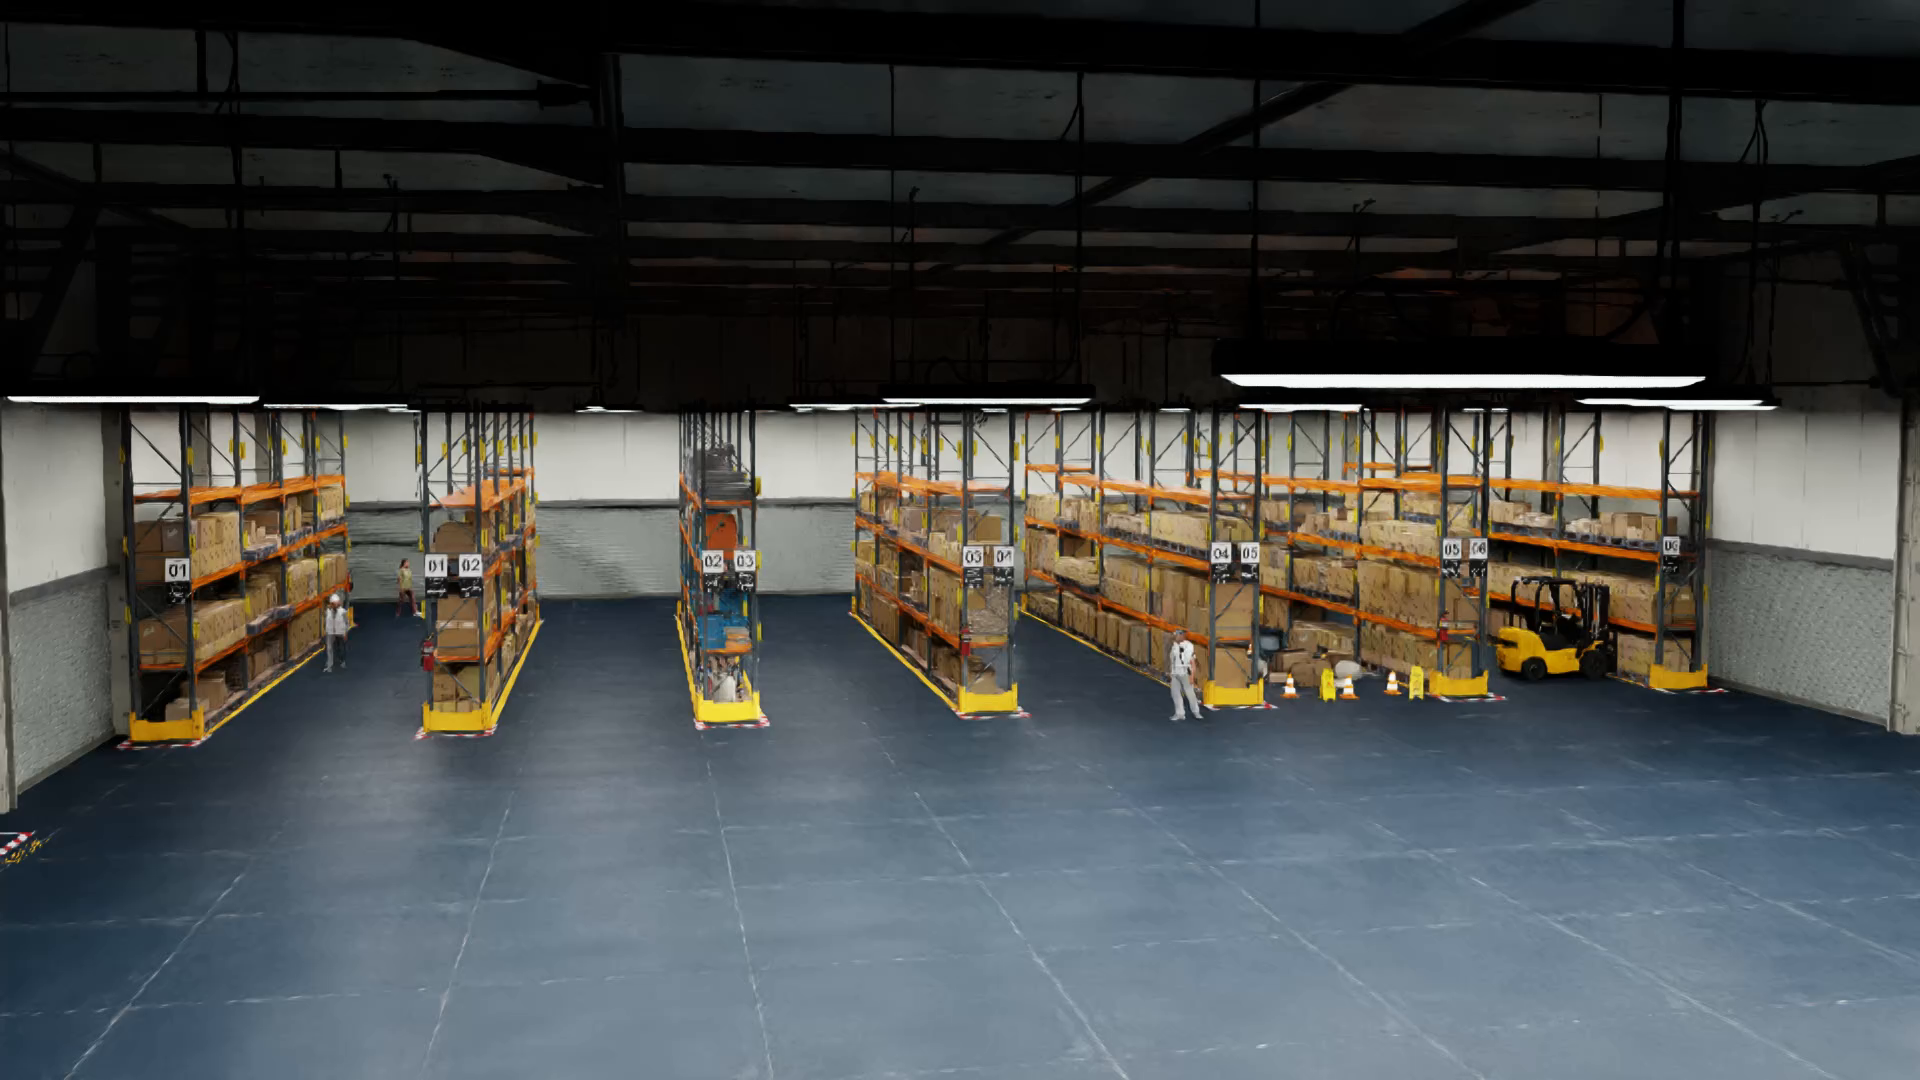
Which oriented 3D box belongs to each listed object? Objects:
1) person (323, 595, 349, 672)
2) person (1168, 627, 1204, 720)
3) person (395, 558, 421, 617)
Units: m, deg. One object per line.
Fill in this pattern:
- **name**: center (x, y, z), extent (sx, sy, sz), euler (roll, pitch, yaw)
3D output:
- **person**: center (-13.934, 2.061, 37.158), extent (0.543, 1.700, 1.119), euler (-1, 4, -13)
- **person**: center (4.225, 2.503, 31.217), extent (0.558, 1.748, 0.649), euler (-3, 6, -39)
- **person**: center (-15.621, 1.337, 46.973), extent (0.567, 1.660, 0.691), euler (2, 5, 29)
